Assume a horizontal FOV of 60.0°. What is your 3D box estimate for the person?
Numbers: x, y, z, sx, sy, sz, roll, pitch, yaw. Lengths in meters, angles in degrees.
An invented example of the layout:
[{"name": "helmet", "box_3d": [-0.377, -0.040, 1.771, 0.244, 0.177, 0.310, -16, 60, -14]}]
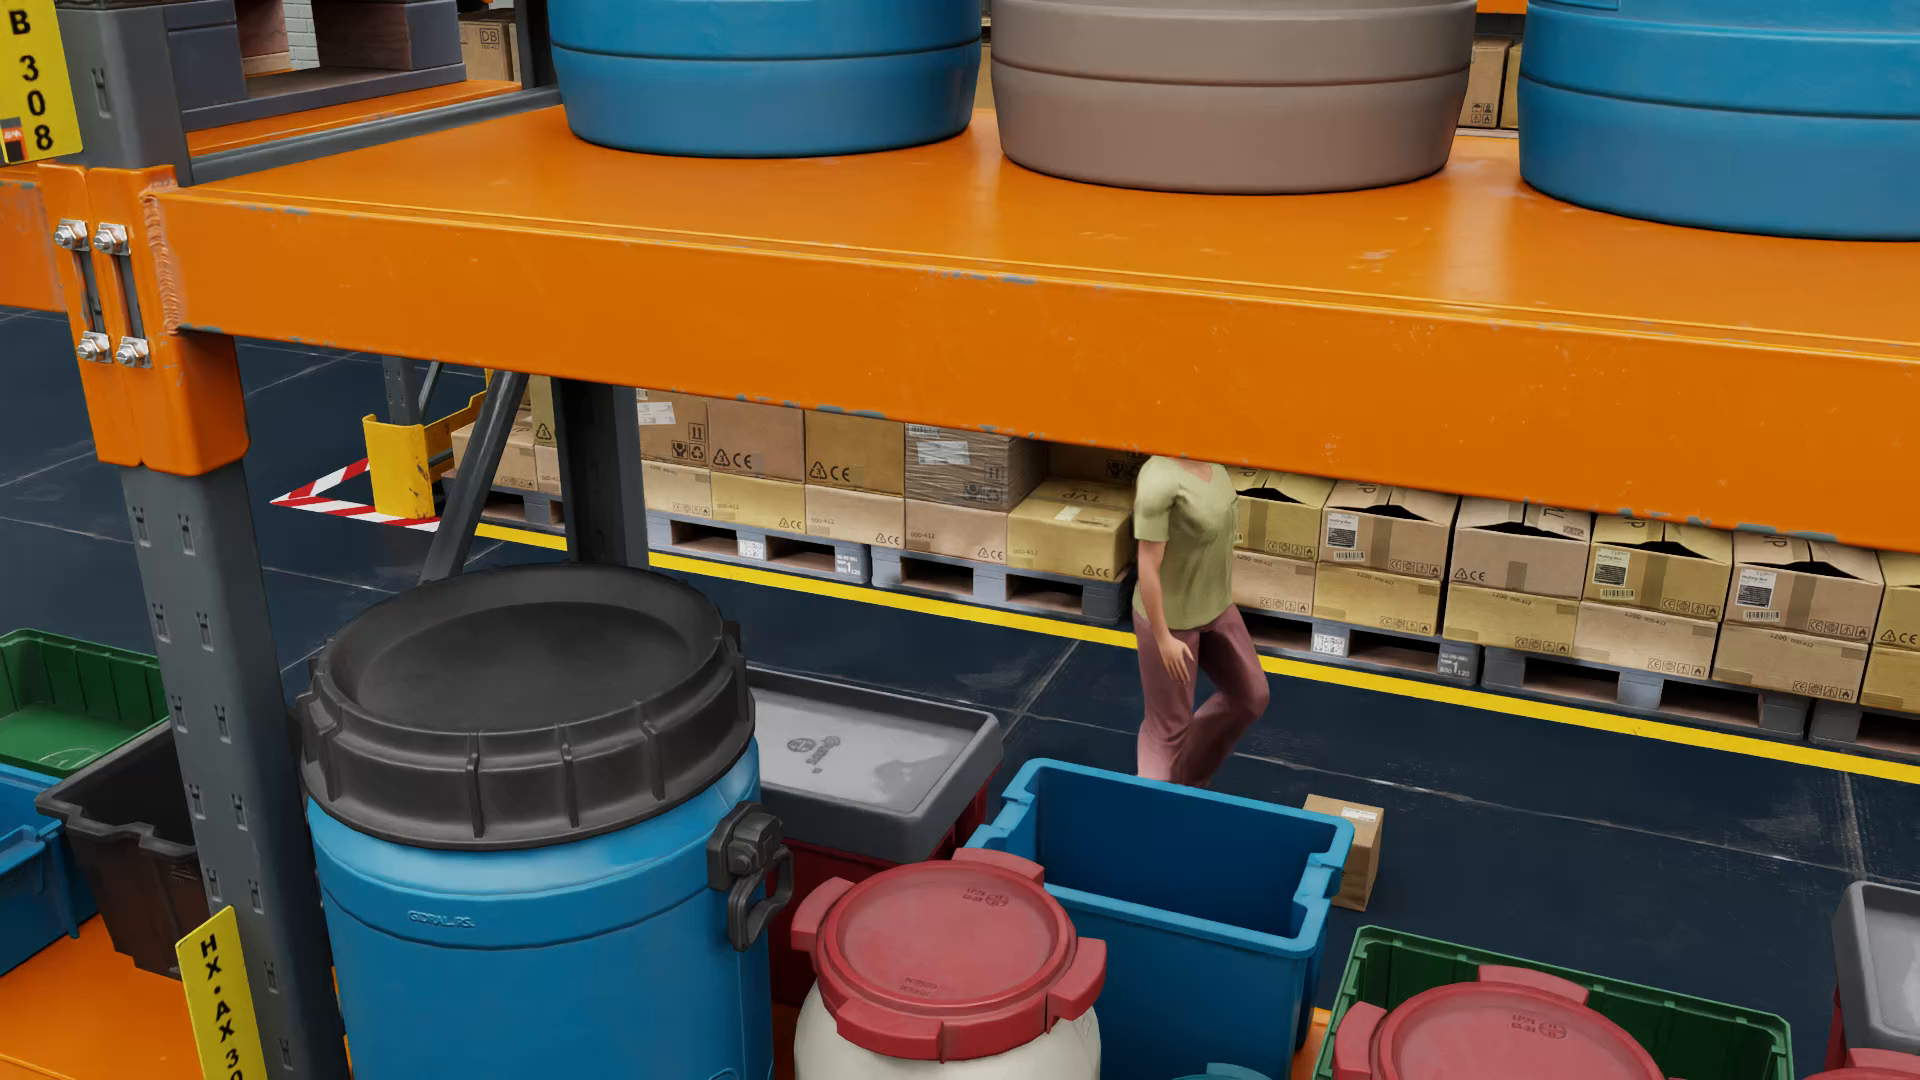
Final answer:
[{"name": "person", "box_3d": [0.737, 0.260, 5.412, 0.509, 1.686, 0.404, -21, 30, -41]}]
